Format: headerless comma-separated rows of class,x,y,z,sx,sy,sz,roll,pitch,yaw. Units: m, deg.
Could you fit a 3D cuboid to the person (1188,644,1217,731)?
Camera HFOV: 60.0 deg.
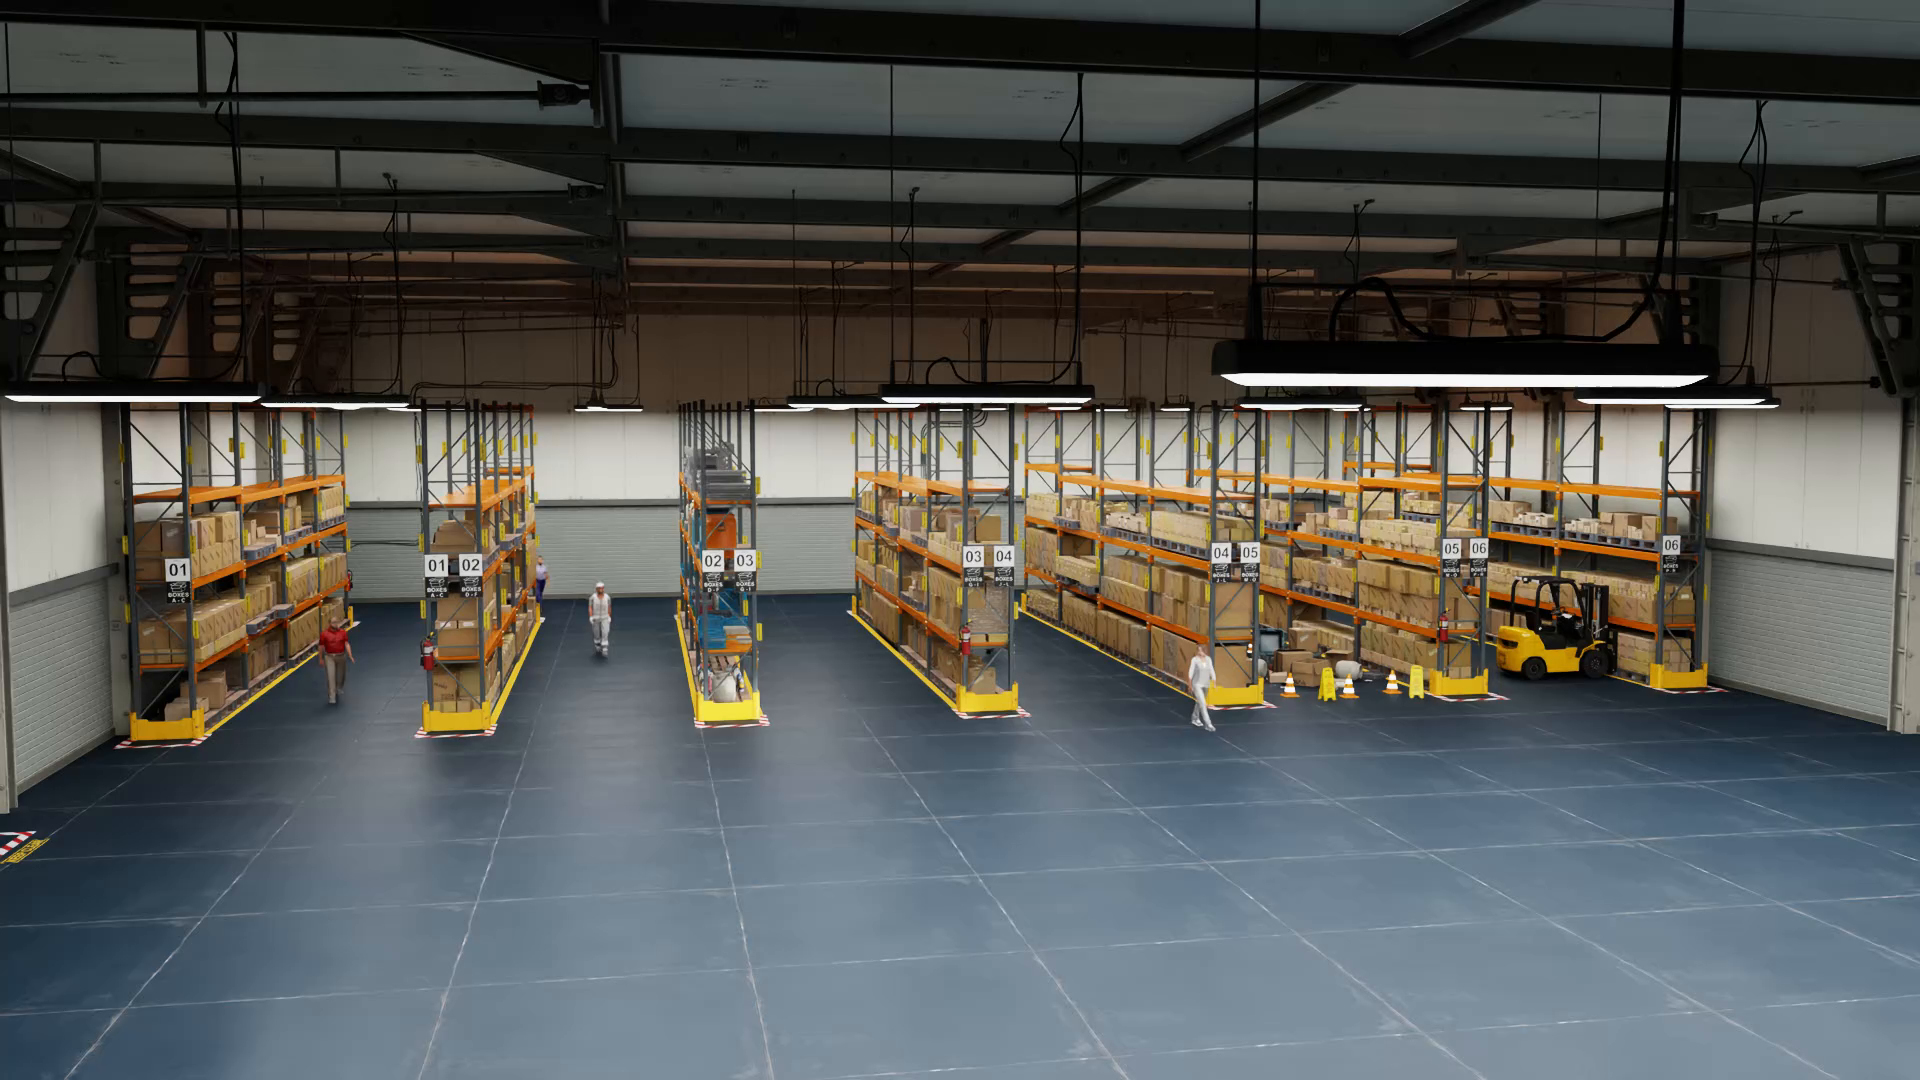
person,4.410,2.653,30.106,0.442,1.555,0.911,-2,5,-20

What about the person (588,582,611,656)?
person,-8.536,1.871,39.434,0.530,1.727,1.095,-1,4,-13

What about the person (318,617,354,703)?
person,-12.452,2.361,33.173,0.643,1.674,1.054,-2,5,-26

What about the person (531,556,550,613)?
person,-12.227,1.262,48.372,0.511,1.607,0.996,-4,6,-43

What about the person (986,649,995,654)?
person,0.724,1.918,39.631,0.690,1.633,0.722,0,4,-2
